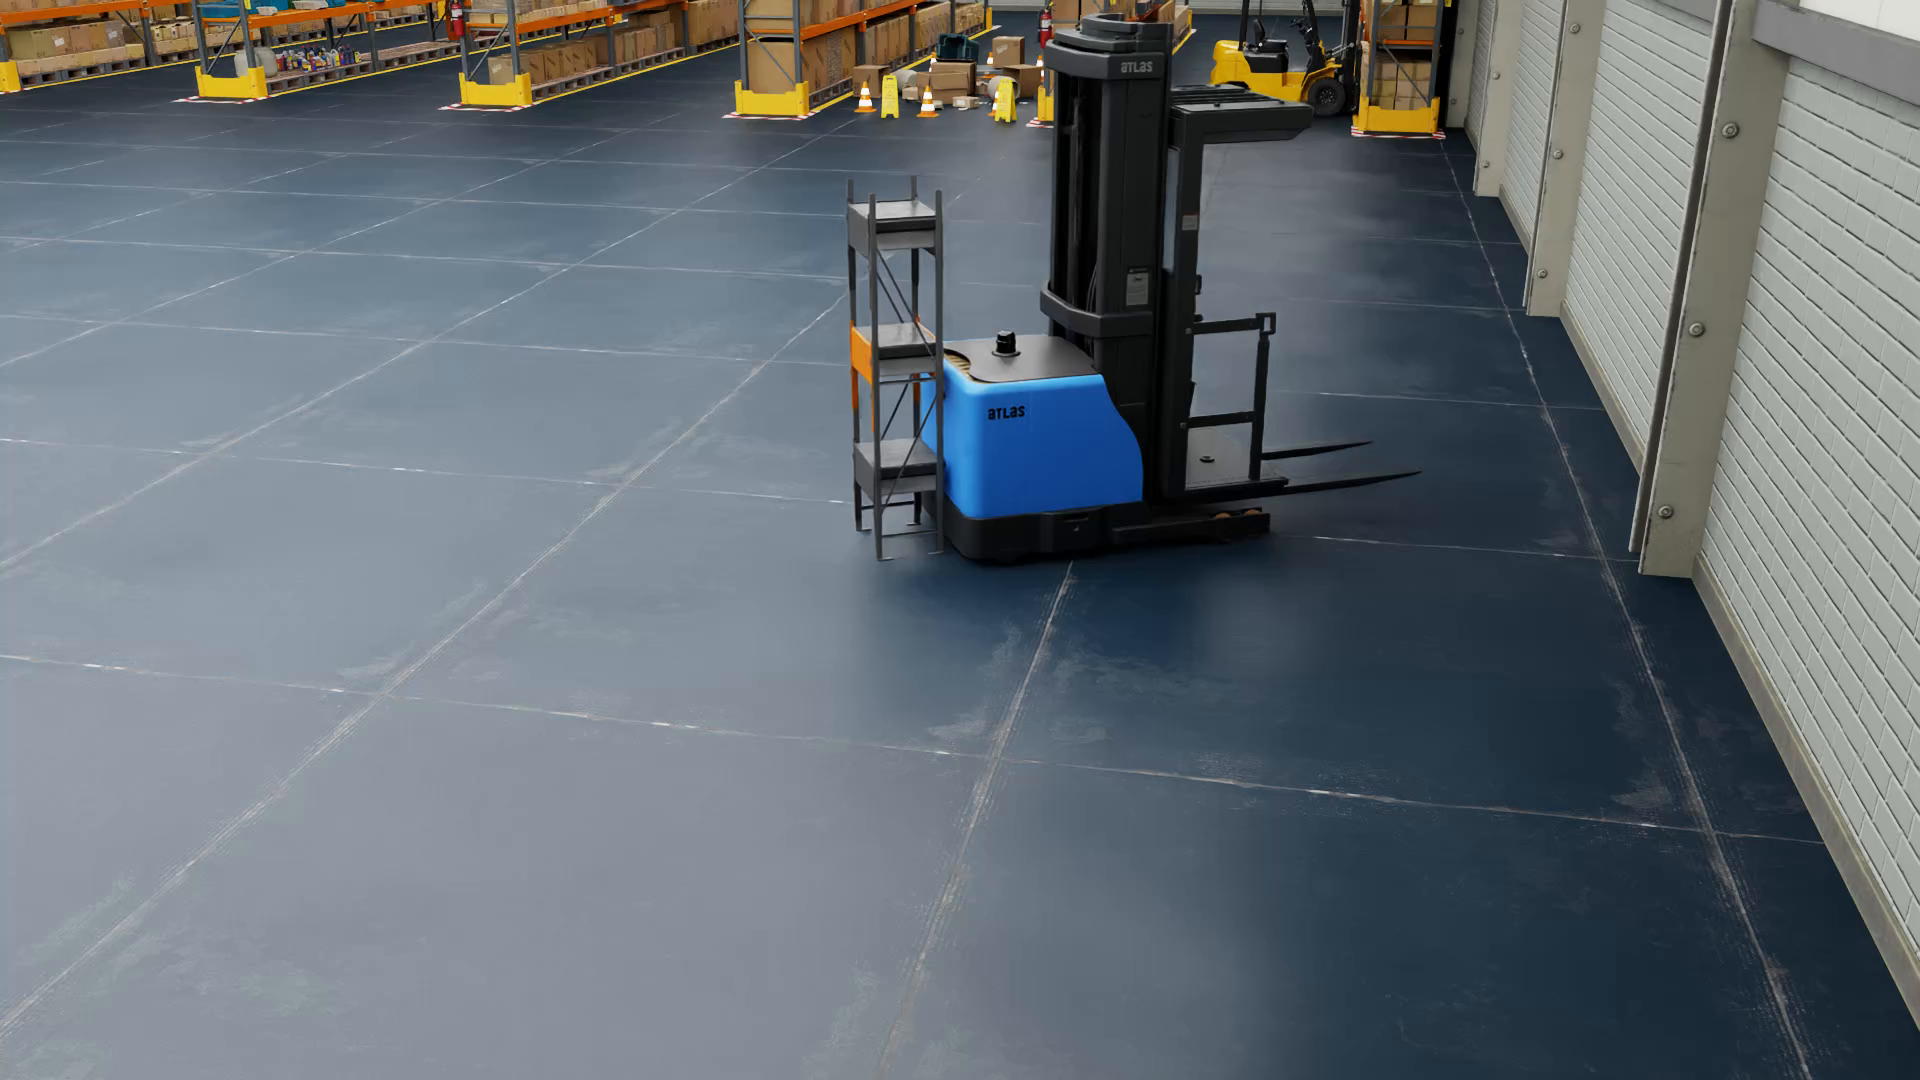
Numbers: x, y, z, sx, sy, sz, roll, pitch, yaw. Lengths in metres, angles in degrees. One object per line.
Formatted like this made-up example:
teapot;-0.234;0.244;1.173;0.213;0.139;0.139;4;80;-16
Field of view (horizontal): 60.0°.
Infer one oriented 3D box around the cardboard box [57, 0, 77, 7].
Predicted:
cardboard box;-17.164;-10.329;31.350;0.700;0.500;0.500;5;23;13

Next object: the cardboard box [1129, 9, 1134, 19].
cardboard box;2.818;-9.148;28.889;0.380;0.149;0.250;5;22;12

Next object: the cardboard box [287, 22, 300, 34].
cardboard box;-15.479;-11.853;38.026;0.500;0.500;0.500;4;22;9

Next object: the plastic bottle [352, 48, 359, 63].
plastic bottle;-11.696;-9.373;32.159;0.061;0.283;0.133;6;23;14

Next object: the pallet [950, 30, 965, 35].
pallet;-0.502;-11.718;38.667;1.003;0.211;1.213;4;22;11

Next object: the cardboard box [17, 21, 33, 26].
cardboard box;-21.118;-11.446;37.015;0.700;0.500;0.500;4;22;11

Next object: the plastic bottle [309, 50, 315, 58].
plastic bottle;-12.403;-9.243;31.851;0.097;0.271;0.097;0;22;0

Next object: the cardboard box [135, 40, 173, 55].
cardboard box;-16.444;-10.057;33.928;0.500;0.250;0.500;4;22;10

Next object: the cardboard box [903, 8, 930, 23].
cardboard box;-0.940;-11.103;35.186;0.500;0.250;0.500;4;22;10

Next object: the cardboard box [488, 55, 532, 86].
cardboard box;-7.745;-8.052;28.615;0.500;0.500;0.500;9;24;21

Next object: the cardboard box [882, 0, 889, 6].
cardboard box;-1.659;-10.423;31.585;0.500;0.500;0.500;4;22;11

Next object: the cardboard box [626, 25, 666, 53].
cardboard box;-6.474;-10.310;34.194;0.700;0.500;0.500;3;22;6

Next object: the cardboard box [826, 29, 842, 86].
cardboard box;-2.614;-8.492;29.206;0.875;0.875;0.875;5;22;11

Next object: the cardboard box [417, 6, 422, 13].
cardboard box;-14.361;-13.929;43.626;0.380;0.166;0.250;4;22;11

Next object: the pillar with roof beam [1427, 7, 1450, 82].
pillar with roof beam;4.707;-13.148;30.455;9.100;9.000;0.400;4;22;11

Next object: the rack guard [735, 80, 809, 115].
rack guard;-3.058;-7.206;27.077;1.175;0.500;0.348;4;22;11

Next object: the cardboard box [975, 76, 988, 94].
cardboard box;0.362;-8.094;29.597;0.258;0.266;0.396;-11;25;-26

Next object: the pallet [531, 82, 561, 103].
pallet;-7.672;-7.818;28.984;1.003;0.211;1.213;4;22;11

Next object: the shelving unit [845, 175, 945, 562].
shelving unit;-0.362;-0.960;9.427;0.431;2.100;0.503;-7;23;-16

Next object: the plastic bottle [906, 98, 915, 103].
plastic bottle;-0.857;-7.540;28.494;0.133;0.061;0.283;-3;22;-8

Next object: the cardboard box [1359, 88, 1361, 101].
cardboard box;6.765;-7.327;27.151;0.500;0.250;0.500;5;23;13

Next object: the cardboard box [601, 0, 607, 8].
cardboard box;-6.828;-10.035;31.091;0.380;0.149;0.250;4;22;11

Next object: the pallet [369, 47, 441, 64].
pallet;-11.552;-10.074;34.585;1.003;0.211;1.213;4;22;11

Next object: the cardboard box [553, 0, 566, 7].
cardboard box;-7.507;-9.727;29.457;0.875;0.500;0.500;4;22;11

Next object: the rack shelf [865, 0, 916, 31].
rack shelf;-1.829;-10.235;32.215;1.077;0.370;4.000;4;22;11

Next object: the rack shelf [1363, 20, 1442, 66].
rack shelf;7.081;-8.055;26.801;1.077;0.370;4.000;4;22;11

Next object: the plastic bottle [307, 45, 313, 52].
plastic bottle;-12.492;-9.342;31.991;0.144;0.351;0.185;5;22;12

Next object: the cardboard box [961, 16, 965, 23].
cardboard box;-0.102;-12.270;39.161;0.380;0.149;0.250;6;23;13

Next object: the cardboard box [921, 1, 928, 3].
cardboard box;-1.014;-11.896;37.157;0.500;0.250;0.500;3;22;9

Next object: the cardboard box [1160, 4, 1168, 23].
cardboard box;3.854;-10.741;34.791;0.875;0.875;0.875;5;22;12

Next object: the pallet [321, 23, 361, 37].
pallet;-15.266;-12.341;40.213;1.003;0.211;1.213;4;22;11

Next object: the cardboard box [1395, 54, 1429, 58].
cardboard box;7.167;-7.567;26.406;0.500;0.250;0.500;4;22;11

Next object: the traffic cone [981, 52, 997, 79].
traffic cone;0.592;-9.063;31.737;0.336;0.463;0.334;4;22;11

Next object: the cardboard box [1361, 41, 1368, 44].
cardboard box;7.083;-8.350;28.352;0.500;0.250;0.500;4;22;10

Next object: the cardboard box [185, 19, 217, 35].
cardboard box;-16.129;-10.883;35.228;0.500;0.311;0.500;5;22;12

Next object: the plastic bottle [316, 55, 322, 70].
plastic bottle;-11.972;-8.907;31.017;0.097;0.271;0.097;0;22;0

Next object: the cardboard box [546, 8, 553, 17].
cardboard box;-7.348;-9.217;29.060;0.380;0.149;0.250;4;22;11

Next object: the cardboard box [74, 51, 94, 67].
cardboard box;-16.951;-9.193;31.783;0.500;0.250;0.500;4;22;11

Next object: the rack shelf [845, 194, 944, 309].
rack shelf;-0.362;-1.597;9.171;0.431;0.518;0.480;-7;23;-16

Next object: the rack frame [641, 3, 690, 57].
rack frame;-6.256;-11.715;34.927;1.000;3.000;0.127;4;22;11

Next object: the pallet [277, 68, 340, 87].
pallet;-12.345;-8.647;31.040;1.003;0.211;1.213;4;22;11

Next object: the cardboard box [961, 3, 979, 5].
cardboard box;0.244;-13.074;40.758;0.380;0.149;0.250;5;22;12

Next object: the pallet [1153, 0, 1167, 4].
pallet;3.404;-10.602;32.420;1.213;0.211;1.003;4;22;11

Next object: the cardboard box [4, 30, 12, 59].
cardboard box;-17.767;-9.032;30.380;0.500;0.500;0.500;4;22;11

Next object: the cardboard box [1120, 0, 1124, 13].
cardboard box;2.387;-8.747;27.024;0.500;0.500;0.500;4;22;10

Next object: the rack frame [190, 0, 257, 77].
rack frame;-12.737;-9.167;28.600;1.000;3.000;0.127;4;22;11

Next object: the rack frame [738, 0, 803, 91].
rack frame;-3.053;-8.375;26.632;1.000;3.000;0.127;4;22;11

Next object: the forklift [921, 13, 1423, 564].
forklift;1.330;-1.530;9.729;3.031;2.935;1.130;-7;23;-16

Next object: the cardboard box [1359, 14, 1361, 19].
cardboard box;8.788;-11.271;35.740;0.380;0.149;0.250;6;23;13

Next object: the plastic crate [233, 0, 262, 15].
plastic crate;-12.790;-9.541;29.728;0.499;0.251;0.408;4;22;11
